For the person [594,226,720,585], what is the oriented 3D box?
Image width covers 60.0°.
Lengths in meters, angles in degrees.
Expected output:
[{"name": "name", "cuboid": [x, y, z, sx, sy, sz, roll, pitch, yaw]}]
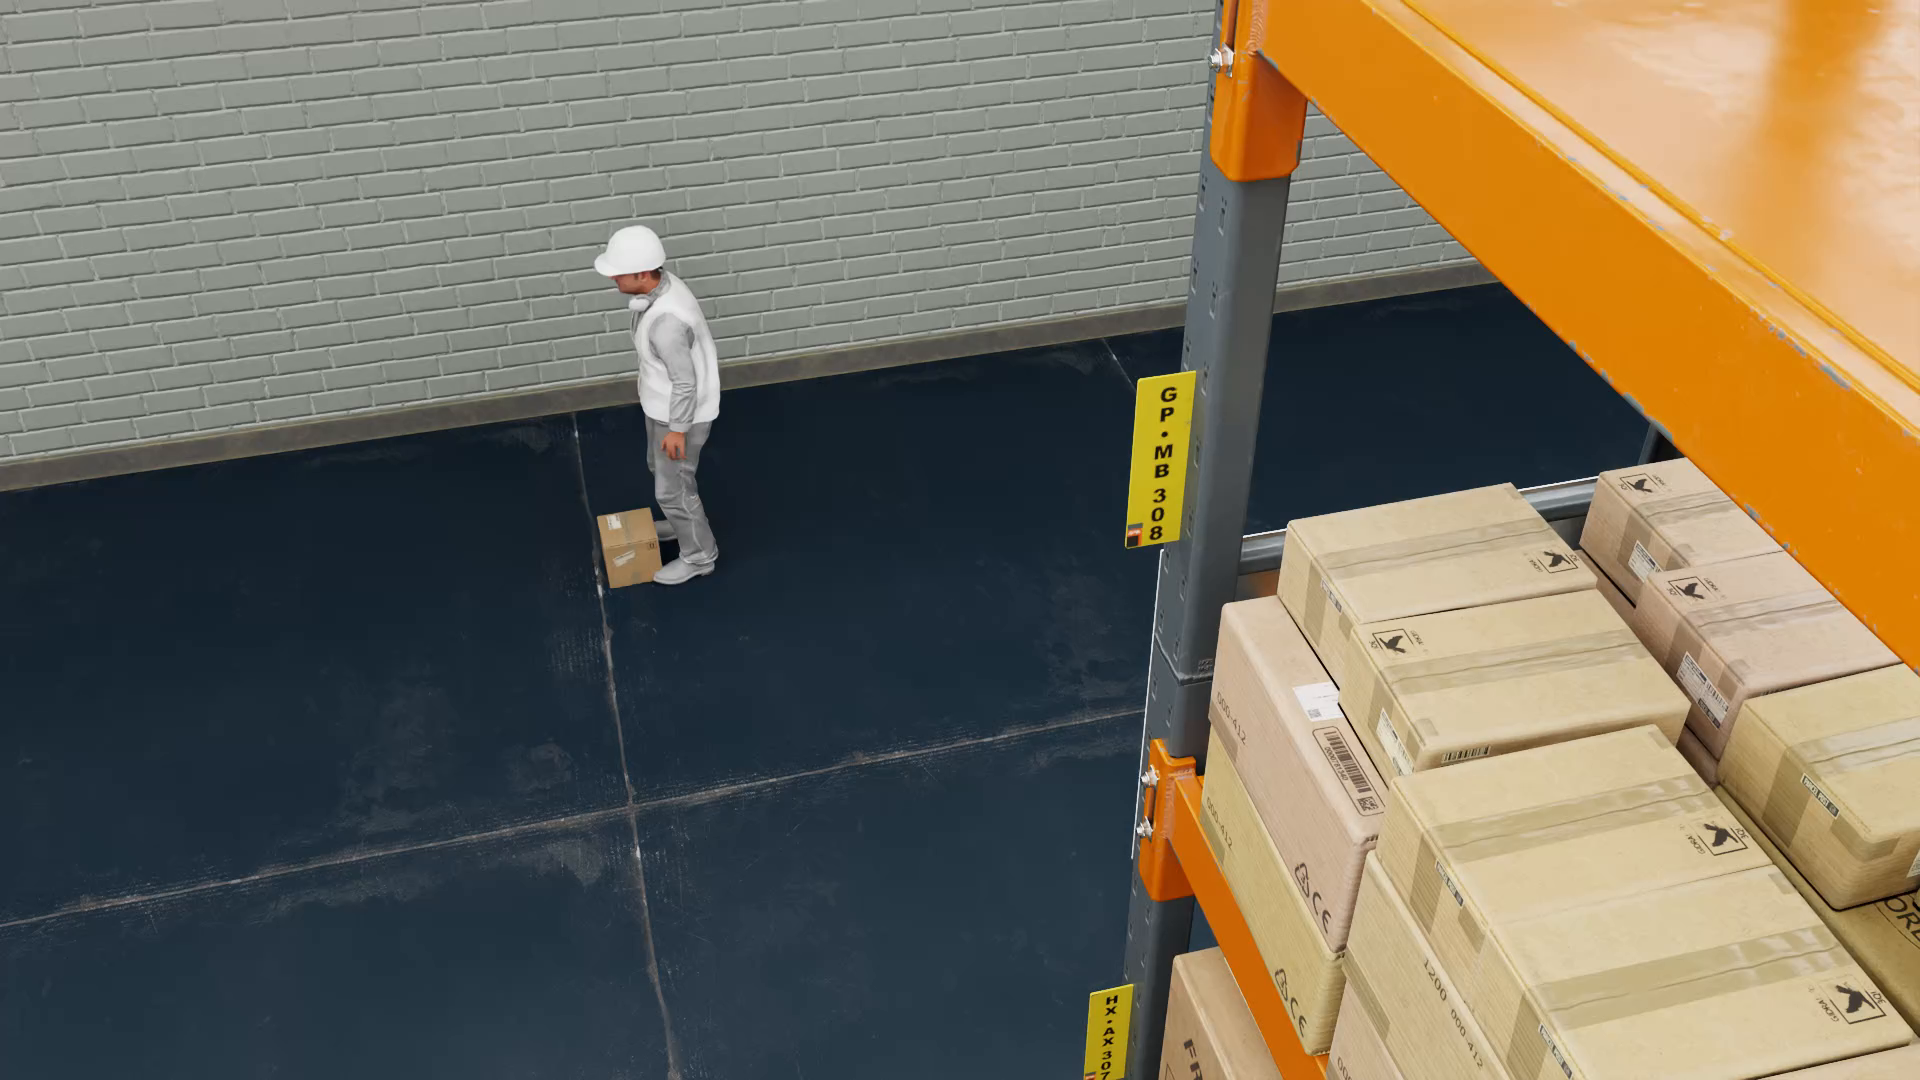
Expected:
[{"name": "person", "cuboid": [-1.298, -0.609, 7.413, 0.466, 1.770, 0.578, -11, 39, -14]}]
